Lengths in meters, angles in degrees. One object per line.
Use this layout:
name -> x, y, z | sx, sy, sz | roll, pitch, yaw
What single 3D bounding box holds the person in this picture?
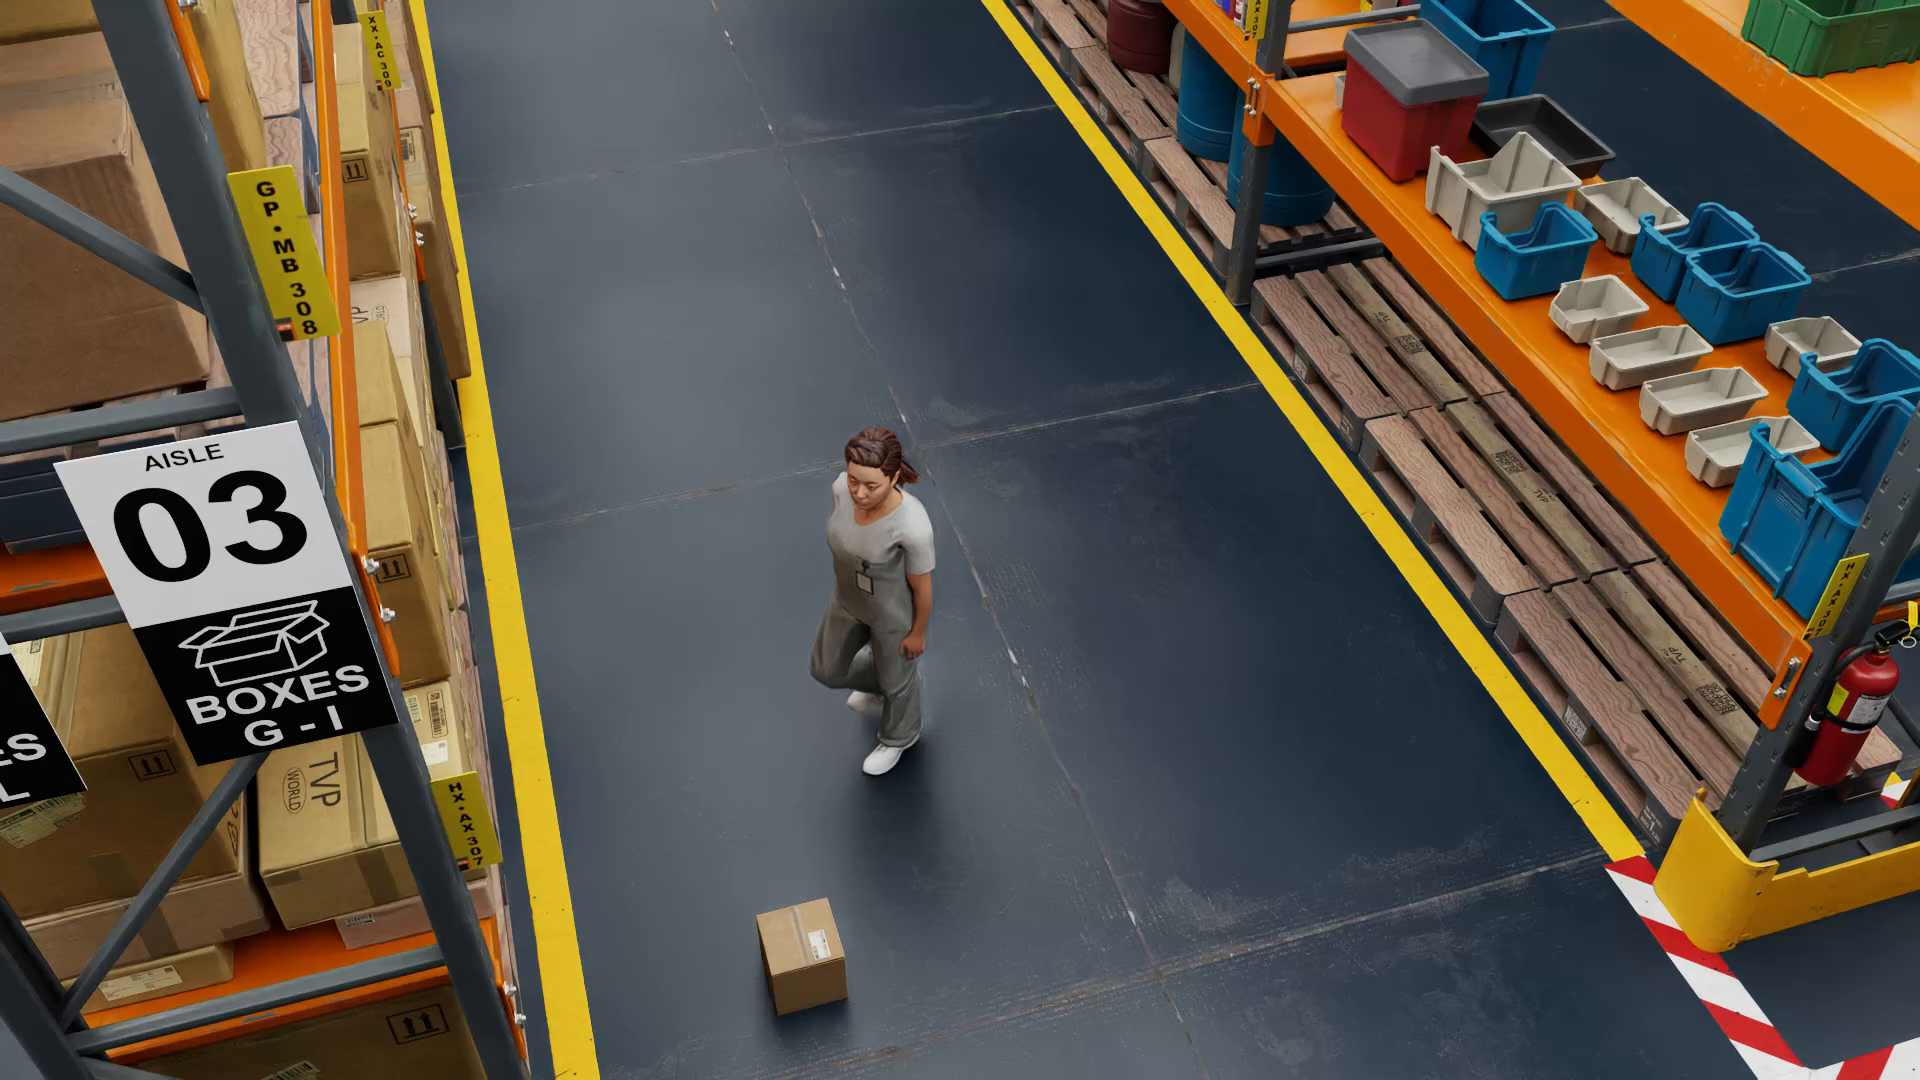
person -> -0.262, 0.208, 5.915 | 0.510, 1.664, 0.480 | 28, 49, 27
